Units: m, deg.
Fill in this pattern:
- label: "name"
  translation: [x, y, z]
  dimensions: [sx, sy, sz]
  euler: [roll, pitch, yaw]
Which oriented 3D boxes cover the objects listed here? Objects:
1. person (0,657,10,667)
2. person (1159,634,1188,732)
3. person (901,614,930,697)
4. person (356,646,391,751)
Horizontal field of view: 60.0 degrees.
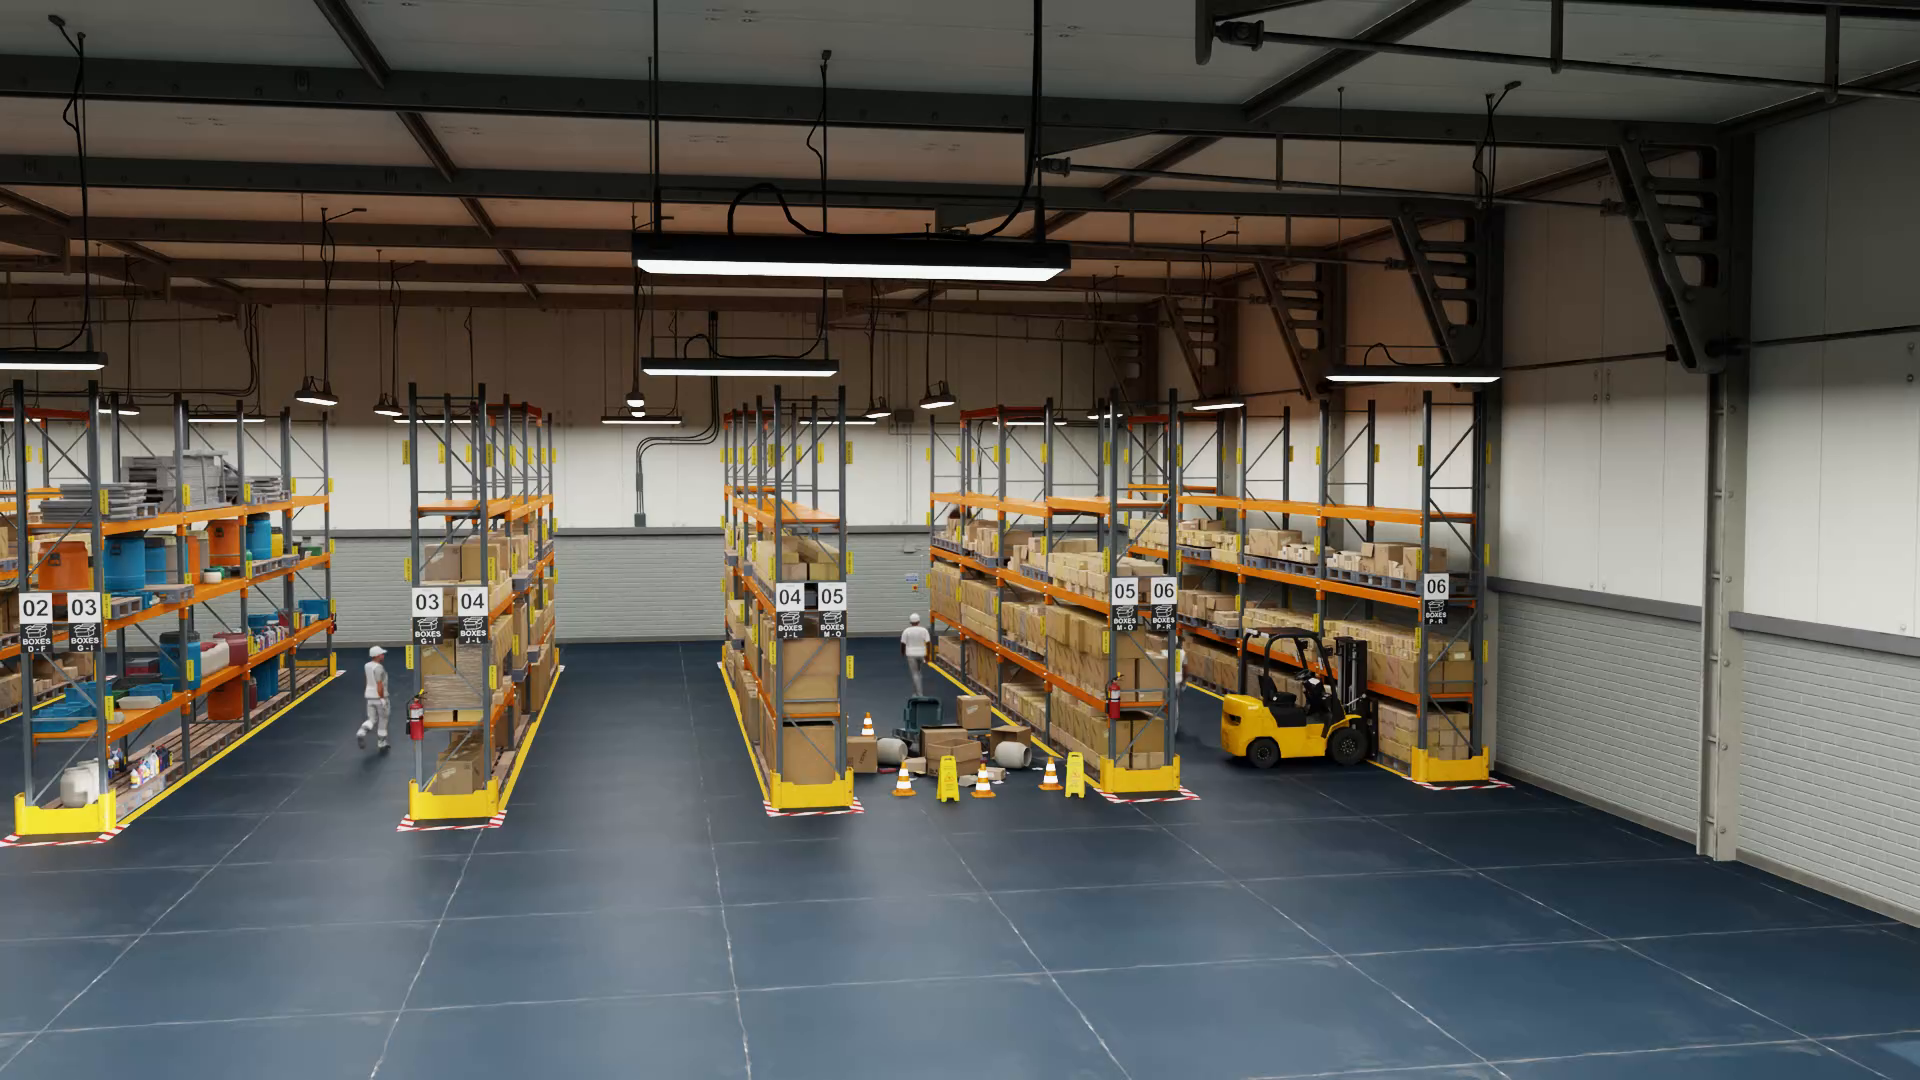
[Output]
- label: "person"
  translation: [-21.818, 2.180, 37.792]
  dimensions: [0.549, 1.764, 0.592]
  euler: [0, 3, -6]
- label: "person"
  translation: [3.807, 2.586, 30.079]
  dimensions: [0.577, 1.822, 0.596]
  euler: [-1, 3, -17]
- label: "person"
  translation: [-0.954, 2.385, 34.156]
  dimensions: [0.552, 1.781, 0.777]
  euler: [-1, 3, -27]
- label: "person"
  translation: [-9.893, 2.680, 28.074]
  dimensions: [0.523, 1.780, 0.724]
  euler: [1, 3, 24]
